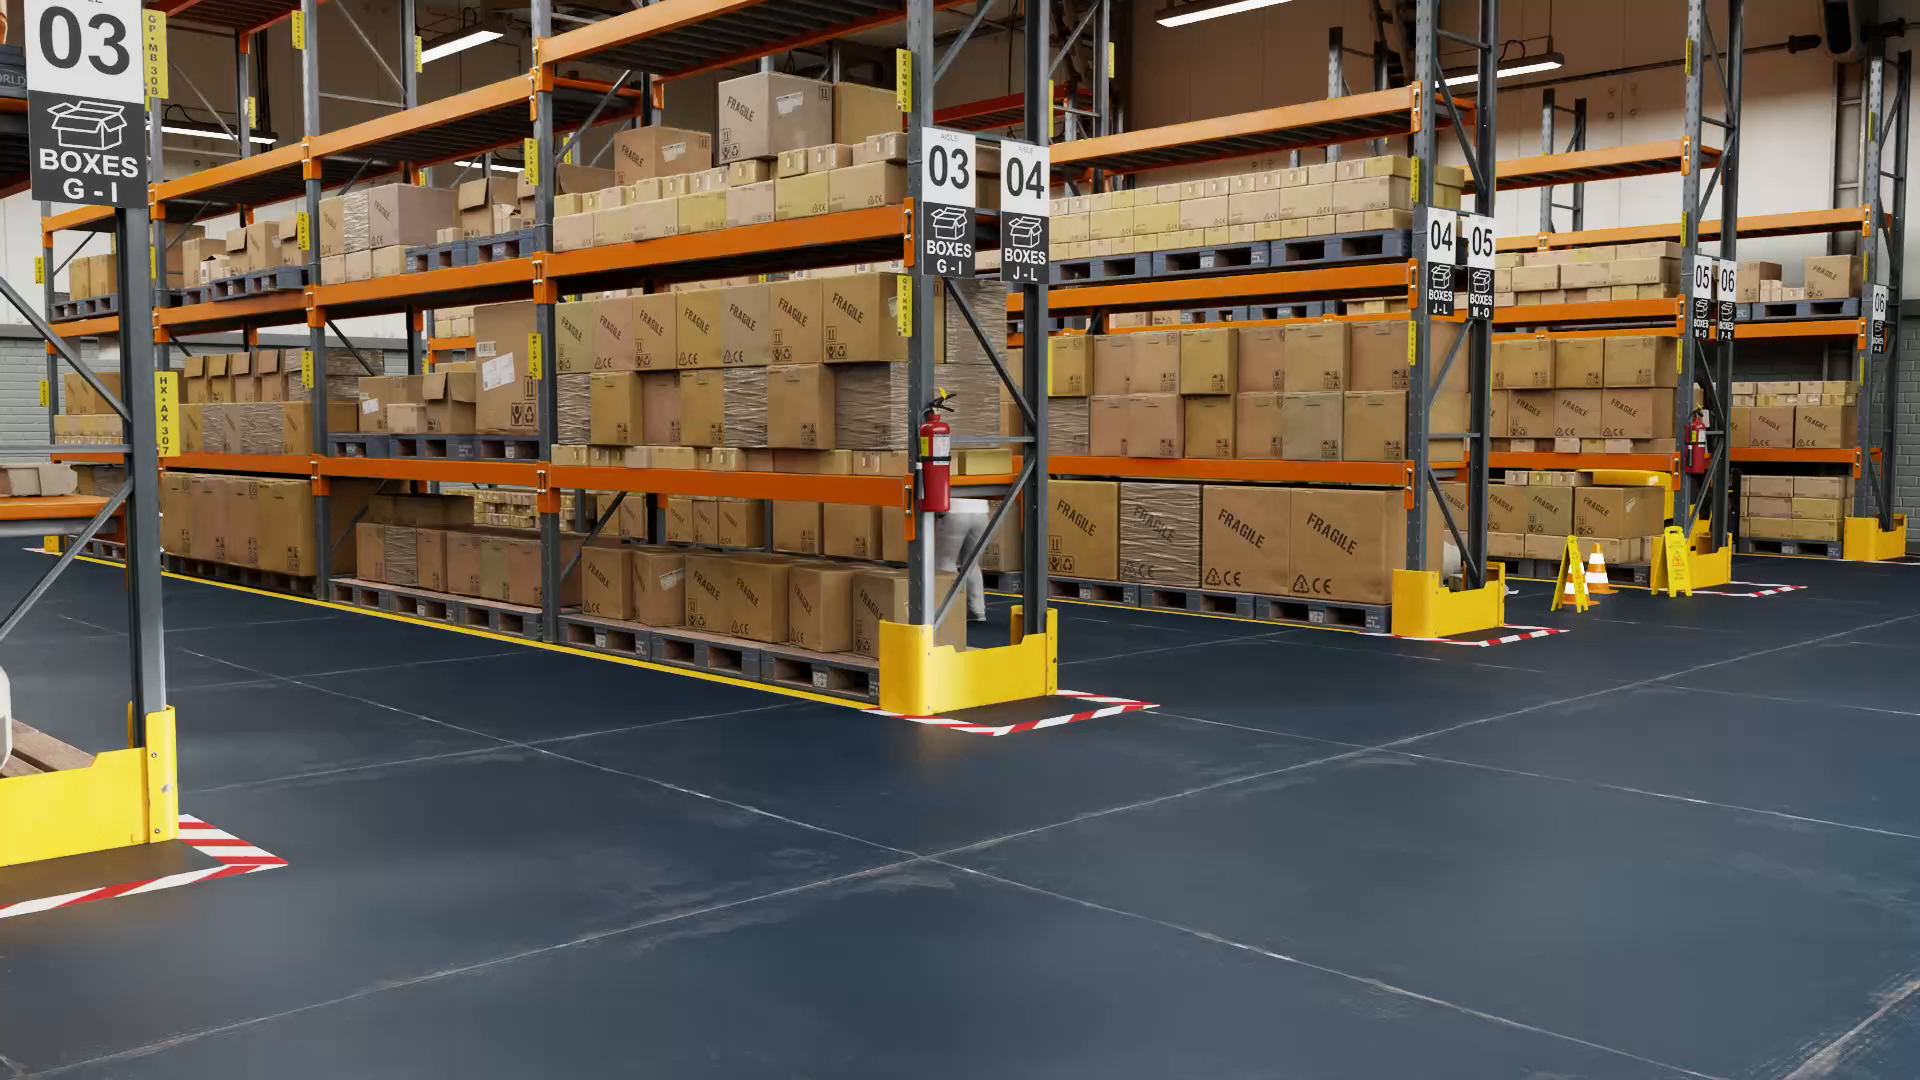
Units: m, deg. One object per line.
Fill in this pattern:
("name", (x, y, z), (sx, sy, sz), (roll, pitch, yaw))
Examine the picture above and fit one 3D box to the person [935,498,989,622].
("person", (-0.052, -0.151, 13.365), (0.452, 1.645, 0.545), (-4, 6, -44))
